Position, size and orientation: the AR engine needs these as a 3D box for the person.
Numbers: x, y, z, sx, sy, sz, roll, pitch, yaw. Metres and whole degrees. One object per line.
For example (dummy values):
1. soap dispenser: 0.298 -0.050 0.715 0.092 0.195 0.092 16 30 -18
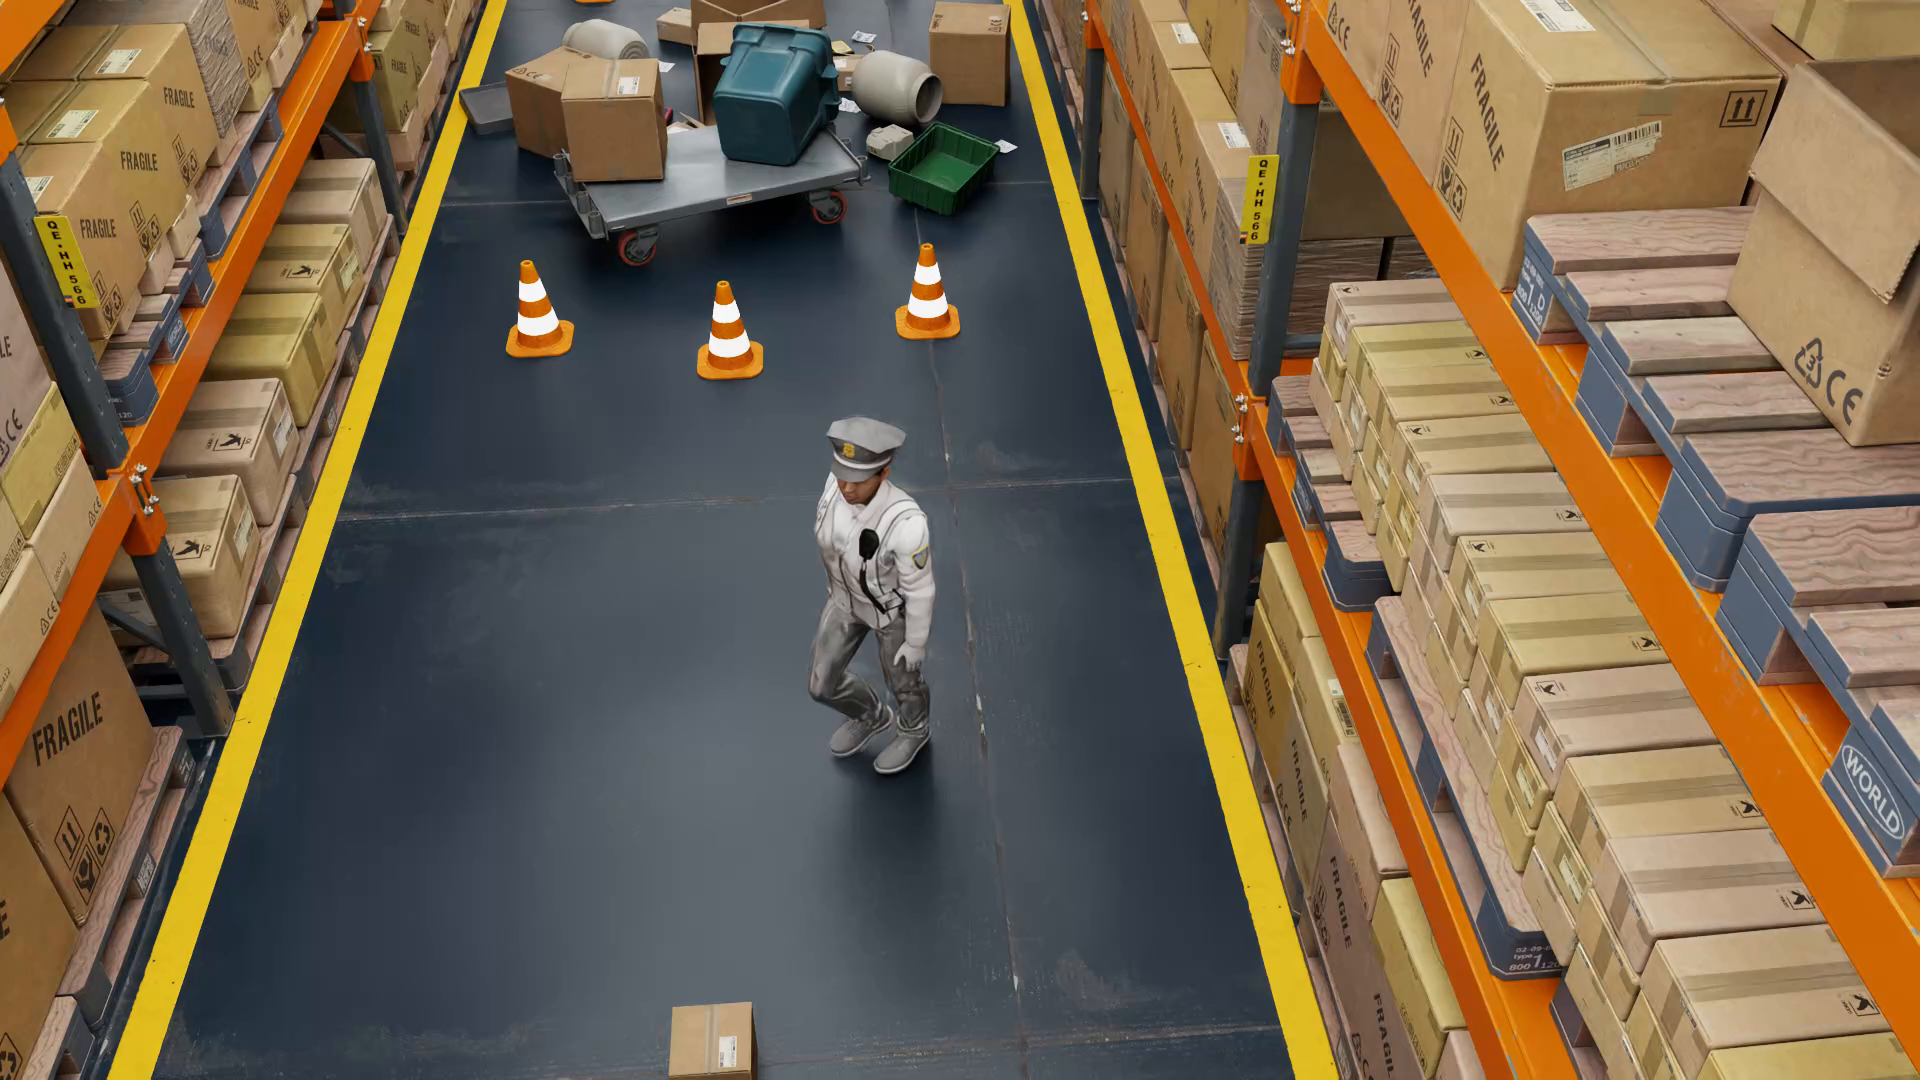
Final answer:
1. person: -0.274 0.234 5.829 0.509 1.663 0.483 26 46 28
